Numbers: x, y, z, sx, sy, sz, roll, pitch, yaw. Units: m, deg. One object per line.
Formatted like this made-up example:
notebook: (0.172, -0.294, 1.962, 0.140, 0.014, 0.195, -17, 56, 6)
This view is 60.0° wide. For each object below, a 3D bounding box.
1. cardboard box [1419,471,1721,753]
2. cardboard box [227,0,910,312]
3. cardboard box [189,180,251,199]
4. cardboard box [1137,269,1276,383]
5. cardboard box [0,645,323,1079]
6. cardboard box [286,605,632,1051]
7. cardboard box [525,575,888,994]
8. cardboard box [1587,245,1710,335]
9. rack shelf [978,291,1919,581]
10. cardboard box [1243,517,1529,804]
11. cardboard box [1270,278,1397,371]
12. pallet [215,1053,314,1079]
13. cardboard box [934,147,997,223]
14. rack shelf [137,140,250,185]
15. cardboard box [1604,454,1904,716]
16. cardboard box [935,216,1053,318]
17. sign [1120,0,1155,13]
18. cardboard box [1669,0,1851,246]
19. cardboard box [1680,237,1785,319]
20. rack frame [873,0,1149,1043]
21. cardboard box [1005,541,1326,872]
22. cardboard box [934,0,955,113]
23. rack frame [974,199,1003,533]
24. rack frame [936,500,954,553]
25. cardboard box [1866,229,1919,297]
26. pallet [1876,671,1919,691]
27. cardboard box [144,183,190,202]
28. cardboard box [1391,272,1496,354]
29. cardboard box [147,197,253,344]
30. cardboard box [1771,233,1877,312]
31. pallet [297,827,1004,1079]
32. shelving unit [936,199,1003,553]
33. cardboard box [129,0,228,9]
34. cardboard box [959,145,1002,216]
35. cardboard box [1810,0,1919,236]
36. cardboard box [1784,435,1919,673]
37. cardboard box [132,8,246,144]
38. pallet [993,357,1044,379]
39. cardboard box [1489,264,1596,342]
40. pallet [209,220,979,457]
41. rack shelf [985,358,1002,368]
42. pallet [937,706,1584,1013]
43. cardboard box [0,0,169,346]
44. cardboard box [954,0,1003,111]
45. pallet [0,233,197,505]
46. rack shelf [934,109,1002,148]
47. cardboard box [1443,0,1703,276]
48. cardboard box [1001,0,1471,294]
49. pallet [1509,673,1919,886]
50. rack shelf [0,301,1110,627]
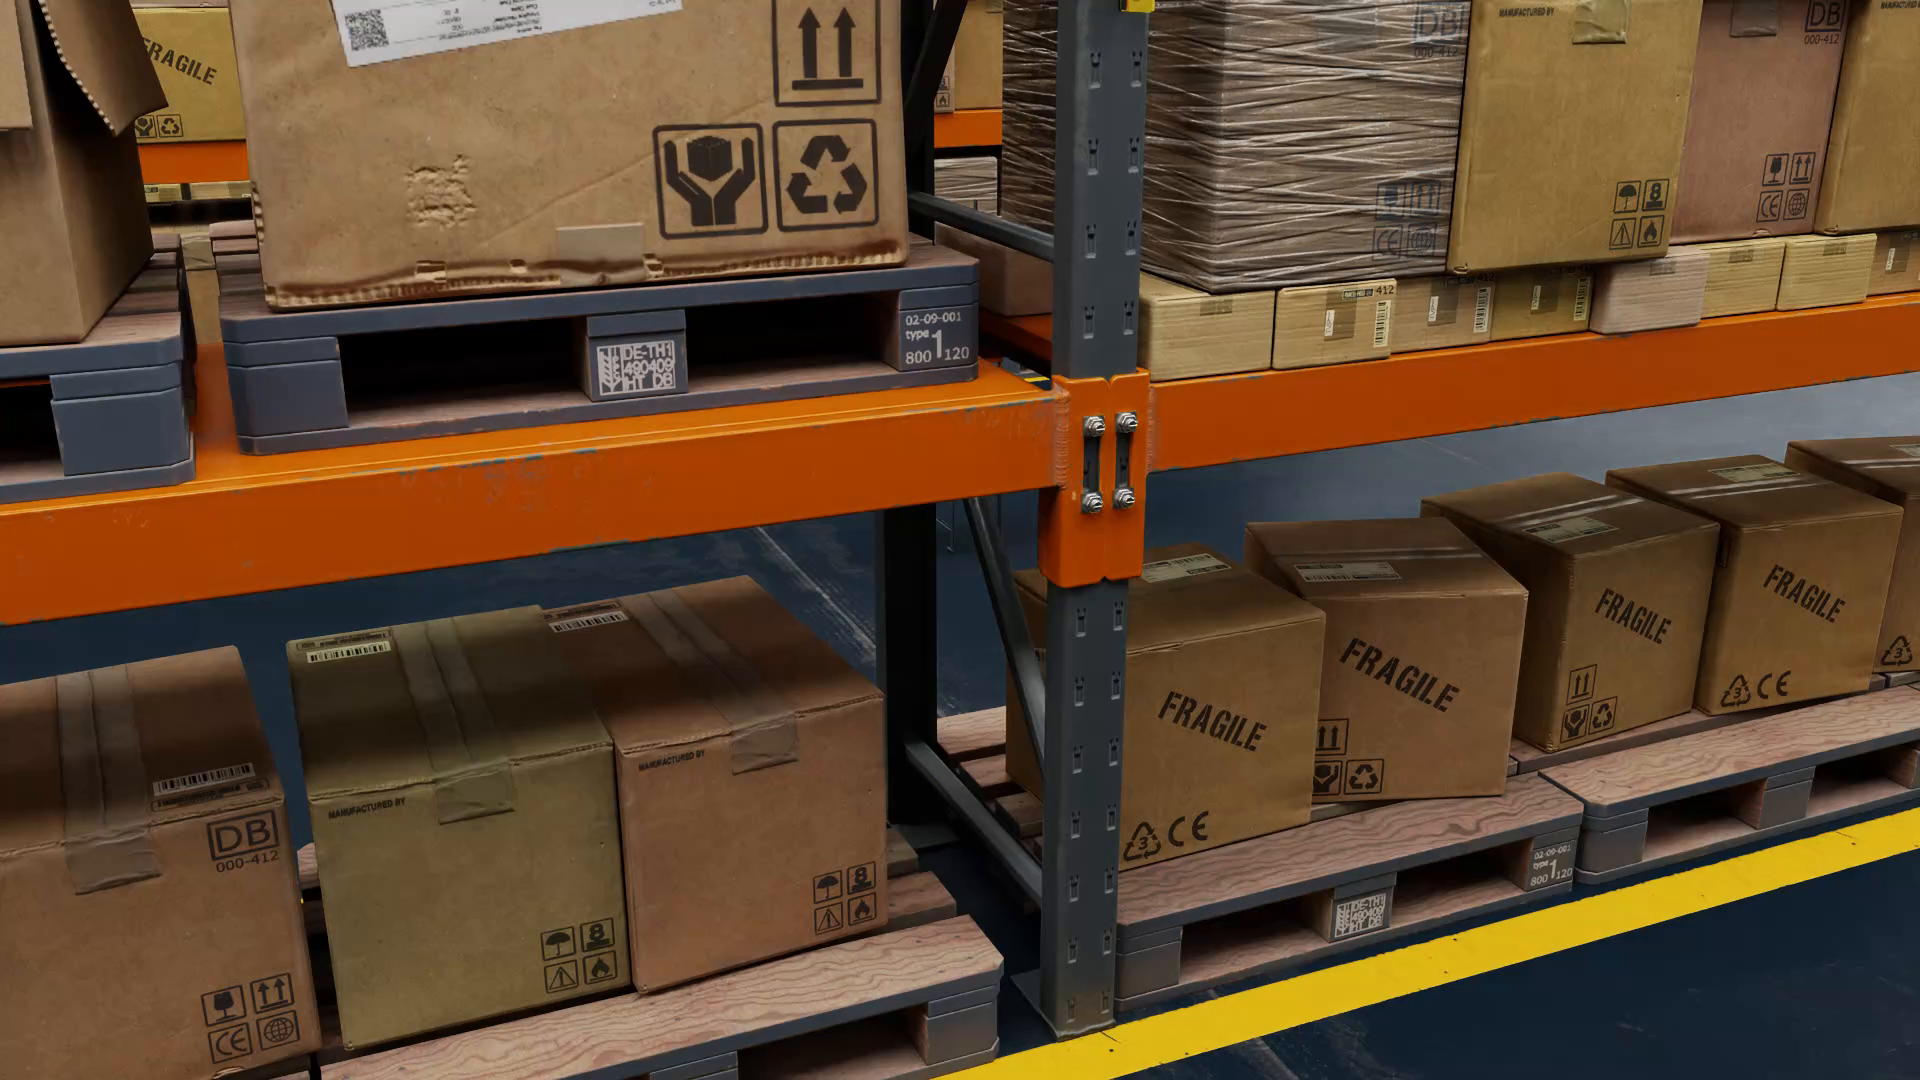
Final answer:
cardboard box: (1.496, 0.162, 4.177, 0.500, 0.500, 0.500, -10, 22, -27)
cardboard box: (-0.734, -1.015, 2.851, 1.000, 1.000, 1.000, -8, 21, -22)
cardboard box: (-5.013, -2.411, 11.676, 0.625, 0.372, 0.950, -7, 21, -19)
cardboard box: (0.368, -0.413, 3.058, 0.250, 0.149, 0.380, -8, 21, -22)
cardboard box: (-1.480, 0.581, 2.956, 0.500, 0.500, 0.700, -10, 22, -27)
cardboard box: (-0.966, 0.507, 3.166, 0.500, 0.500, 0.700, -8, 21, -22)
cardboard box: (-0.521, 0.450, 3.328, 0.500, 0.500, 0.700, -10, 22, -26)
cardboard box: (1.293, -0.540, 3.417, 0.250, 0.149, 0.380, -8, 21, -22)
rack shelf: (1.888, -0.519, 4.063, 4.000, 0.370, 1.077, -8, 21, -22)
cardboard box: (0.957, 0.268, 3.877, 0.500, 0.500, 0.500, -2, 19, -5)
cardboard box: (0.603, -0.442, 3.140, 0.250, 0.149, 0.380, -8, 21, -22)
pallet: (-1.785, 0.985, 2.908, 1.213, 0.211, 1.003, -8, 21, -22)
cardboard box: (-0.389, -1.498, 8.328, 0.875, 0.875, 0.875, -8, 21, -22)
rack shelf: (-3.657, -1.519, 6.902, 4.000, 0.370, 1.077, -8, 21, -22)
cardboard box: (2.027, 0.102, 4.347, 0.500, 0.500, 0.500, -6, 20, -17)
cardboard box: (0.132, -0.595, 3.573, 0.250, 0.149, 0.380, -8, 21, -22)
sign: (0.275, -0.973, 2.525, 0.005, 0.325, 0.100, -8, 21, -22)
cardboard box: (1.381, -0.975, 3.675, 0.500, 0.500, 0.875, -8, 21, -22)
cardboard box: (1.506, -0.585, 3.546, 0.250, 0.149, 0.380, -8, 21, -22)
rack frame: (0.051, -0.595, 3.196, 0.127, 3.000, 1.000, -8, 21, -22)
cardboard box: (0.434, 0.345, 3.657, 0.500, 0.500, 0.500, -9, 21, -24)
cardboard box: (-0.448, -2.359, 7.978, 0.550, 0.550, 0.875, -8, 21, -22)
rack frame: (0.097, -0.580, 5.862, 0.006, 1.200, 0.240, -8, 21, -22)
rack frame: (-0.071, -0.556, 5.794, 0.006, 1.200, 0.240, -8, 21, -22)
cardboard box: (1.952, -0.662, 3.763, 0.250, 0.149, 0.380, -8, 21, -22)
pallet: (2.894, 0.300, 4.853, 1.213, 0.211, 1.003, -8, 21, -22)
cardboard box: (-5.651, -2.319, 11.415, 0.625, 0.372, 0.950, -7, 21, -20)
cardboard box: (0.821, -0.484, 3.258, 0.250, 0.149, 0.380, -8, 21, -22)
cardboard box: (-3.242, -1.023, 7.167, 0.750, 0.750, 1.050, -8, 21, -22)
cardboard box: (1.740, -0.615, 3.630, 0.250, 0.149, 0.380, -8, 21, -22)
pallet: (-0.663, 0.823, 3.367, 1.213, 0.211, 1.003, -8, 21, -22)
shelving unit: (0.013, -0.568, 5.828, 0.189, 1.200, 0.258, -8, 21, -22)
cardboard box: (-3.210, -2.438, 6.774, 0.500, 0.500, 0.700, -8, 21, -21)
cardboard box: (0.449, -1.618, 8.666, 0.875, 0.875, 0.875, -9, 21, -23)
cardboard box: (1.857, -1.028, 3.826, 0.500, 0.500, 0.875, -8, 21, -22)
cardboard box: (2.609, 0.026, 4.565, 0.500, 0.500, 0.500, -3, 20, -8)
cardboard box: (-3.122, -1.885, 6.709, 0.500, 0.500, 0.500, -8, 21, -21)
pallet: (0.031, -1.044, 8.669, 1.213, 0.211, 1.003, -8, 21, -22)
cardboard box: (1.047, -0.519, 3.359, 0.250, 0.149, 0.380, -8, 21, -22)
pallet: (-0.708, -0.449, 3.069, 1.213, 0.211, 1.003, -8, 21, -22)
rack shelf: (0.013, -0.639, 5.803, 0.180, 0.103, 0.258, -8, 21, -22)
pallet: (0.654, 0.621, 3.941, 1.213, 0.211, 1.003, -8, 21, -22)
cardboard box: (-1.504, -0.586, 2.382, 0.637, 0.503, 0.797, -6, 20, -16)
cardboard box: (-0.001, -2.459, 8.263, 0.500, 0.550, 0.875, -8, 21, -22)
pallet: (-1.820, -0.252, 2.509, 1.213, 0.211, 1.003, -8, 21, -22)
rack shelf: (0.016, -2.045, 8.397, 4.000, 0.370, 1.077, -8, 21, -22)
cardboard box: (0.962, -0.878, 3.401, 0.500, 0.500, 0.875, -8, 21, -22)
cardboard box: (0.489, -0.823, 3.245, 0.500, 0.500, 0.875, -8, 21, -22)
pallet: (1.776, 0.459, 4.401, 1.213, 0.211, 1.003, -8, 21, -22)
rack shelf: (-1.785, 0.007, 2.569, 4.000, 0.370, 1.077, -8, 21, -22)
